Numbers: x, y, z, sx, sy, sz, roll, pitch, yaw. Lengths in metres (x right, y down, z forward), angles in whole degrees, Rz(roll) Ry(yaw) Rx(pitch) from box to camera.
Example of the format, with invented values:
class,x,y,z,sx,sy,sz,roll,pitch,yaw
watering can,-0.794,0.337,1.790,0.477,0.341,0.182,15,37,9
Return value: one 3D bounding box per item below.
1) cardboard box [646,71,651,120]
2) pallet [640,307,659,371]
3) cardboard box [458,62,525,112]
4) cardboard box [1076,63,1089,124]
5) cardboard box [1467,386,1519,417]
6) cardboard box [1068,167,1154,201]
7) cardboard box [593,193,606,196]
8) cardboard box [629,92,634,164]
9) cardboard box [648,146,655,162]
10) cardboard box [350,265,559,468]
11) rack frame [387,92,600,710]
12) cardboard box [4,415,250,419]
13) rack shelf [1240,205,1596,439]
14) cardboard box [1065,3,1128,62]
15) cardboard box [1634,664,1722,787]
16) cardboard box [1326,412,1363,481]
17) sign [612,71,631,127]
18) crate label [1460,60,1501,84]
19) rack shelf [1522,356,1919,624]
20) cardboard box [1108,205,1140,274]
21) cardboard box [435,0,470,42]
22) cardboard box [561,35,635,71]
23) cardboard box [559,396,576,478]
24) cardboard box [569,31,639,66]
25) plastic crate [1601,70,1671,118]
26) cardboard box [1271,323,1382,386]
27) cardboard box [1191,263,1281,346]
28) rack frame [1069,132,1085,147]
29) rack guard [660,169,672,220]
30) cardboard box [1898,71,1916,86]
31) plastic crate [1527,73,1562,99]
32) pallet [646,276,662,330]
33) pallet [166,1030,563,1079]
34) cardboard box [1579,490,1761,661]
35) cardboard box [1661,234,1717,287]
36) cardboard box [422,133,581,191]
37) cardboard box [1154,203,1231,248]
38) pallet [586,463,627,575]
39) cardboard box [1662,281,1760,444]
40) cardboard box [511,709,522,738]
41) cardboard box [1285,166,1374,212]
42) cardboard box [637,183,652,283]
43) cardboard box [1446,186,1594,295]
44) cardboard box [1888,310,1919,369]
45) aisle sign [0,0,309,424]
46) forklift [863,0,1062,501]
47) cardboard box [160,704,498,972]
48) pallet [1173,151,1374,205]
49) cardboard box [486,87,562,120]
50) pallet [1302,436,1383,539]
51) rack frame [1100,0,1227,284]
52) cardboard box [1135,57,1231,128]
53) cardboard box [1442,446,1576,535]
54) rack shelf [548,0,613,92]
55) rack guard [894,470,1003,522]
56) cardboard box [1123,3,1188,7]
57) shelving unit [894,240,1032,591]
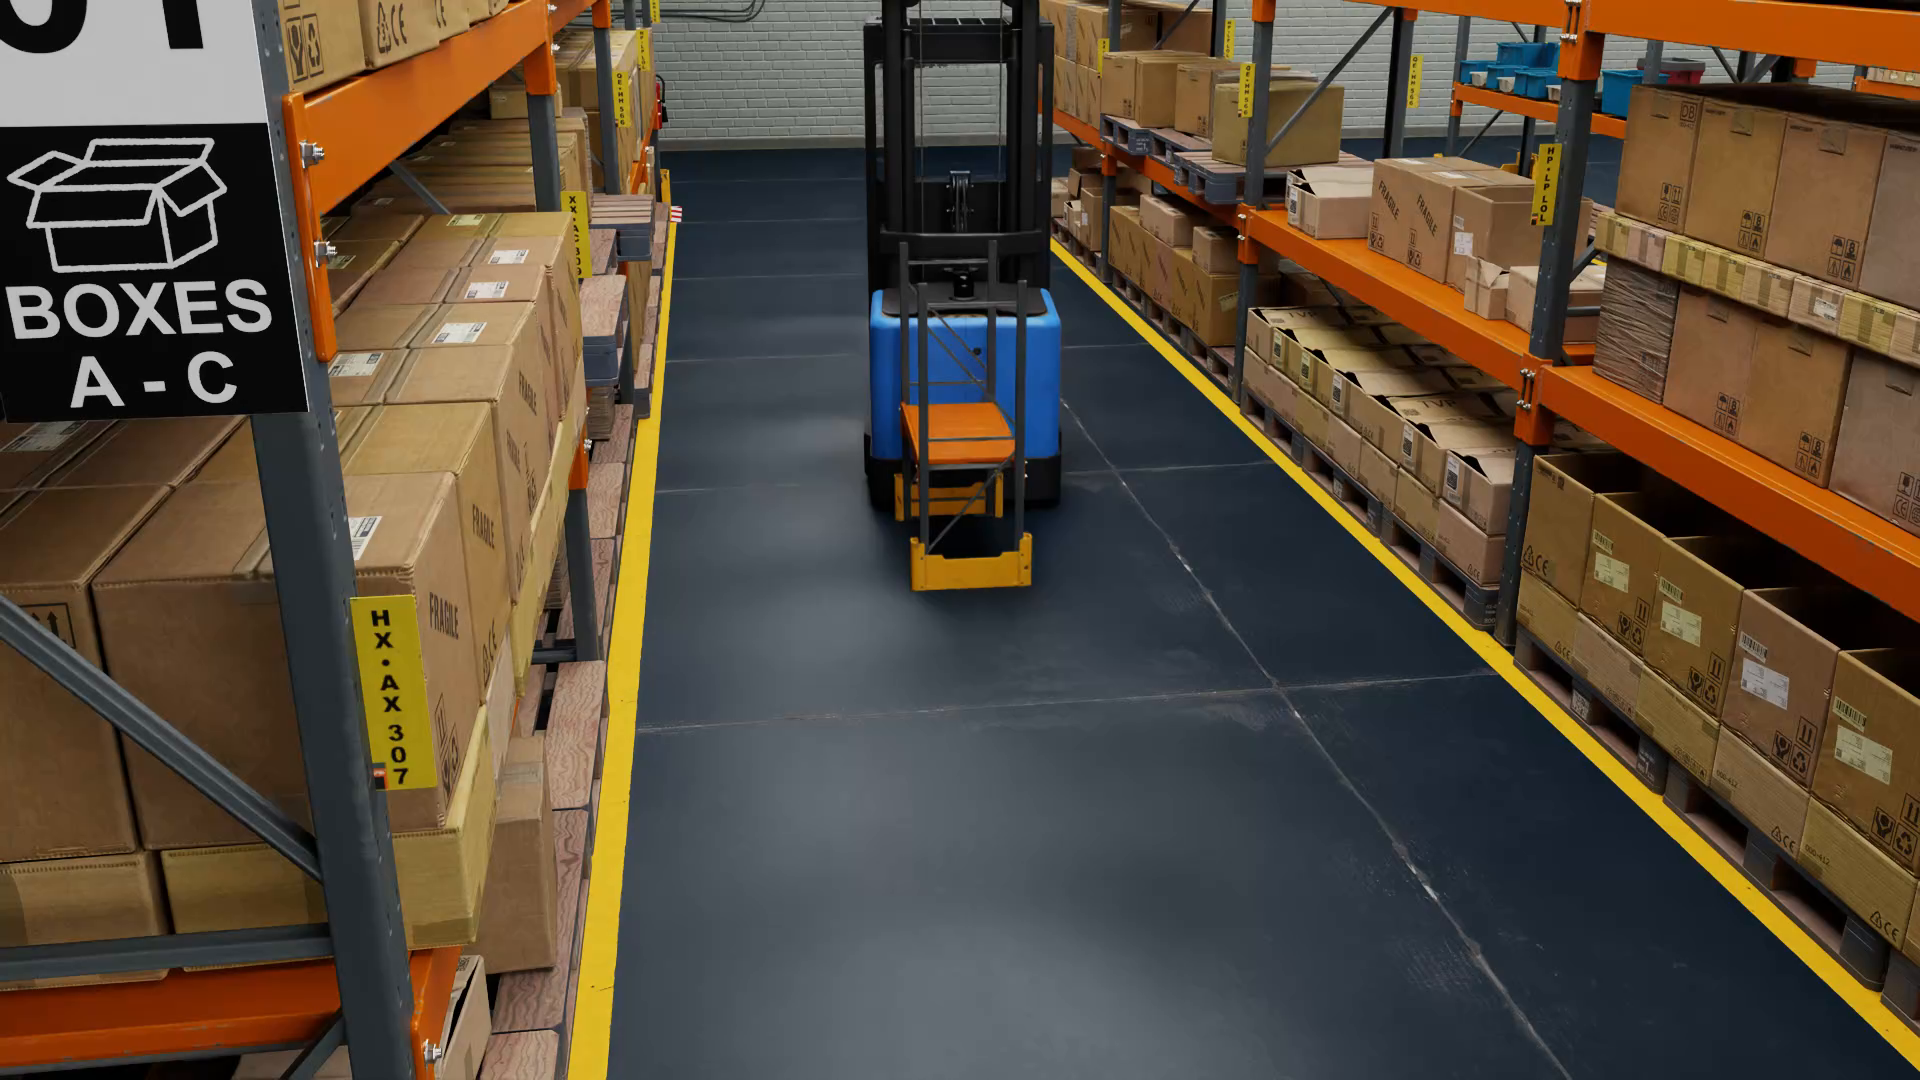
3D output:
class,x,y,z,sx,sy,sz,roll,pitch,yaw
cardboard box,-3.415,-4.318,15.561,0.980,0.700,0.700,-4,21,-10
pallet,-2.774,-1.491,12.407,1.003,0.211,1.213,-3,21,-8
cardboard box,-2.884,-2.790,10.231,0.500,0.250,0.500,-2,21,-6
cardboard box,1.361,-4.121,15.319,0.500,0.500,0.500,-2,21,-6
cardboard box,2.960,-0.645,8.684,0.500,0.311,0.500,-4,21,-10
cardboard box,1.487,-3.422,16.531,0.797,0.503,0.637,-3,21,-8
cardboard box,-2.381,-2.117,10.426,0.380,0.149,0.250,-3,21,-9
cardboard box,-2.516,-2.829,11.408,0.500,0.500,0.500,-3,21,-8
cardboard box,-3.317,-3.926,16.986,0.380,0.149,0.250,-3,21,-8
cardboard box,-1.472,-0.509,4.906,0.500,0.500,0.500,-4,21,-9
rack frame,-1.986,-0.714,6.341,1.000,3.000,0.127,-3,21,-8
cardboard box,-1.829,-0.126,3.880,0.500,0.500,0.500,-3,21,-9
rack shelf,2.627,-1.321,8.994,1.077,0.370,4.000,-3,21,-8
cardboard box,1.284,-4.764,15.613,0.500,0.500,0.500,-3,21,-7
cardboard box,2.817,0.649,6.022,0.500,0.250,0.500,-3,21,-8
cardboard box,2.352,-0.532,9.182,0.500,0.250,0.500,-2,21,-7
sign,-2.027,-2.635,9.943,0.100,0.325,0.005,-3,21,-8
crate label,5.798,-5.216,18.549,0.416,0.233,0.303,-3,21,-8
rack shelf,3.204,0.064,5.286,1.077,0.370,4.000,-3,21,-8
cardboard box,1.591,-2.591,14.309,0.500,0.500,0.500,-4,21,-10
cardboard box,-1.331,-1.286,3.415,0.500,0.500,0.500,-2,21,-5
cardboard box,-2.754,-3.705,12.679,0.500,0.250,0.500,-2,21,-7
cardboard box,-1.554,-0.332,5.503,0.500,0.250,0.500,-3,21,-8
cardboard box,-2.818,-3.882,13.155,0.500,0.250,0.500,-2,21,-6
plastic crate,6.260,-4.149,15.474,0.392,0.384,0.575,-3,21,-8
cardboard box,2.208,-1.144,10.020,0.500,0.311,0.500,-3,21,-9
cardboard box,1.972,-1.697,11.918,0.500,0.500,0.500,-2,21,-6
rack frame,1.186,-5.120,18.138,1.000,3.000,0.127,-3,21,-8
rack guard,-3.719,-3.706,17.925,1.175,0.500,0.348,-3,21,-8
cardboard box,10.790,-5.184,18.668,0.380,0.149,0.250,-3,21,-9
plastic crate,6.031,-4.657,17.050,0.416,0.233,0.300,-3,21,-8
pallet,-2.953,-1.914,13.540,1.003,0.211,1.213,-3,21,-8
pallet,-1.502,1.668,3.950,1.003,0.211,1.213,-3,21,-8
cardboard box,2.753,0.124,6.356,0.500,0.500,0.500,-3,21,-8
cardboard box,2.838,-1.037,6.136,0.380,0.149,0.250,-3,21,-9
cardboard box,-2.283,-1.760,8.369,0.700,0.500,0.500,-3,21,-8
cardboard box,1.808,-2.422,12.786,0.500,0.250,0.500,-3,21,-9
pallet,-2.279,-0.101,8.684,1.003,0.211,1.213,-3,21,-8
cardboard box,3.068,-0.677,6.098,0.700,0.500,0.500,-3,21,-8
cardboard box,-1.797,0.608,5.745,0.500,0.500,0.500,-4,21,-12
cardboard box,2.348,-2.180,10.394,0.500,0.311,0.500,-2,21,-4
cardboard box,-2.917,-2.455,13.475,0.750,0.750,0.750,-3,21,-7
cardboard box,2.745,-1.461,8.199,0.500,0.500,0.500,-1,21,-4
cardboard box,3.023,-0.591,4.941,0.380,0.149,0.250,-3,21,-8
aisle sign,-1.102,-0.537,2.152,0.394,0.787,0.004,-3,21,-8
forklift,-0.015,-2.050,10.017,1.130,2.935,3.031,-1,20,-2
cardboard box,-1.165,0.547,3.151,0.500,0.250,0.500,-4,21,-9
pallet,2.172,-2.492,11.374,1.213,0.211,1.003,-3,21,-8
cardboard box,-2.422,-2.427,9.229,0.380,0.149,0.250,-6,21,-17
pallet,2.592,-0.336,9.313,1.003,0.211,1.213,-3,21,-8
rack frame,1.762,-3.735,14.430,1.000,3.000,0.127,-3,21,-8
cardboard box,1.771,-3.569,13.241,0.700,0.500,0.500,0,20,1
cardboard box,2.574,-0.262,7.660,0.500,0.311,0.500,-3,21,-8
rack shelf,-2.274,-2.475,7.796,1.077,0.370,4.000,-3,21,-8
rack guard,-0.061,-0.240,9.001,0.587,0.250,0.087,-2,21,-6
cardboard box,1.825,-4.784,15.667,0.500,0.500,0.500,-4,21,-9
shelving unit,-0.003,-0.652,8.319,0.587,1.500,1.083,-2,21,-6
